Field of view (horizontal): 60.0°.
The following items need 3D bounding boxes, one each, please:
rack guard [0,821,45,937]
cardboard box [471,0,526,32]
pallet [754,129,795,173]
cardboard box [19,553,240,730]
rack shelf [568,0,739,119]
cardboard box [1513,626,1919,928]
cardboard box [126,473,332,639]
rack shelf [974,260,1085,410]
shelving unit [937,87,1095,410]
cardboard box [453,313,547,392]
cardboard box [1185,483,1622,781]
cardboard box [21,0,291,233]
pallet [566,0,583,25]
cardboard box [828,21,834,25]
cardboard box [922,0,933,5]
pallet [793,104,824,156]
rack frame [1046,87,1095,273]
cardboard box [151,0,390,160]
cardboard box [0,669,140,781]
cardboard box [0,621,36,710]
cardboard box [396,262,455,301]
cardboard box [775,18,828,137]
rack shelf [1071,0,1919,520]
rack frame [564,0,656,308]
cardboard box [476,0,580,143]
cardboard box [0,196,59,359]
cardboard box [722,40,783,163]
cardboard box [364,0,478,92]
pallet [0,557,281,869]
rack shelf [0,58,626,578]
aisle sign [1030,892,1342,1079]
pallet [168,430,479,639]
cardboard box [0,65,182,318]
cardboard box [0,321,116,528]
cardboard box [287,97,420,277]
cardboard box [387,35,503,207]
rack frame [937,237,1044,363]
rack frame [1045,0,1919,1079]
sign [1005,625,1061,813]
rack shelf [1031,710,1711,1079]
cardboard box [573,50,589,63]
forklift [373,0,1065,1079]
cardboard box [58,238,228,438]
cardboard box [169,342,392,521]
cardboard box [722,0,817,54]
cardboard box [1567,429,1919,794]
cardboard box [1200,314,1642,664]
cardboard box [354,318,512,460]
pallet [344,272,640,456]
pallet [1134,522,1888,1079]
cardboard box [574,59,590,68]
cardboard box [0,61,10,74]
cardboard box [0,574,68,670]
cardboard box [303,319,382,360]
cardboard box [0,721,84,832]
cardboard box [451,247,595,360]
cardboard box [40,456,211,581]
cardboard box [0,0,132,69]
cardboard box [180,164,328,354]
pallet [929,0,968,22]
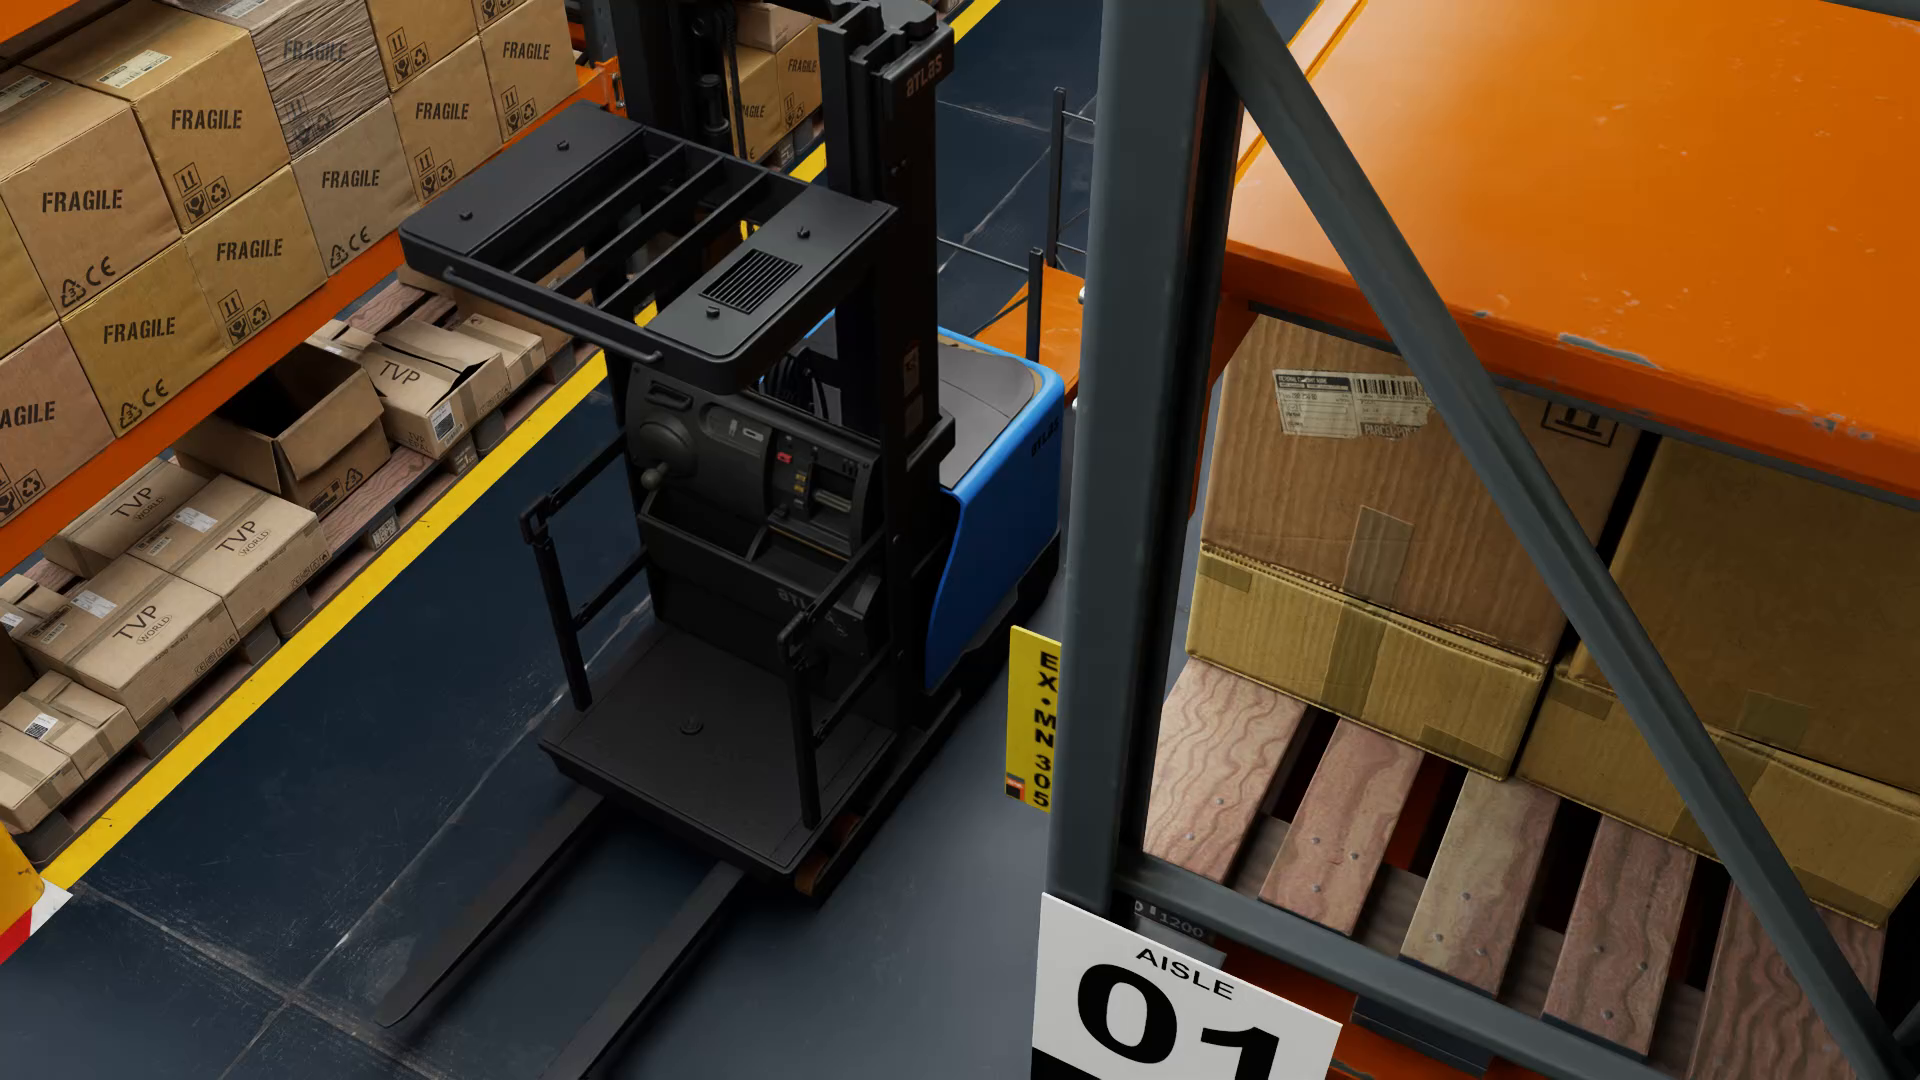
[{"bbox_3d":[-3.777,0.953,5.737,1.175,0.500,0.348,20,49,19],"label":"rack guard"},{"bbox_3d":[-1.960,-2.380,6.500,0.500,0.500,0.500,21,49,19],"label":"cardboard box"},{"bbox_3d":[-1.611,-1.943,8.801,1.003,0.211,1.213,20,49,19],"label":"pallet"},{"bbox_3d":[-3.076,0.370,6.179,0.500,0.250,0.500,20,49,19],"label":"cardboard box"},{"bbox_3d":[-1.027,-3.405,8.792,1.077,0.370,4.000,20,49,19],"label":"rack shelf"},{"bbox_3d":[1.134,0.192,2.362,0.500,0.250,0.500,23,50,21],"label":"cardboard box"},{"bbox_3d":[-2.844,0.055,6.490,0.500,0.250,0.500,20,49,19],"label":"cardboard box"},{"bbox_3d":[0.339,-0.774,6.993,0.538,0.185,1.000,23,50,21],"label":"rack shelf"},{"bbox_3d":[0.334,-0.894,6.859,0.587,1.500,1.083,23,50,21],"label":"shelving unit"},{"bbox_3d":[-2.089,-0.842,7.448,0.380,0.149,0.250,20,49,19],"label":"cardboard box"},{"bbox_3d":[0.682,0.022,2.530,0.500,0.250,0.500,22,49,20],"label":"cardboard box"},{"bbox_3d":[-2.665,-1.423,5.554,0.500,0.500,0.500,20,49,19],"label":"cardboard box"},{"bbox_3d":[-1.487,-2.798,7.821,1.003,0.211,1.213,20,49,19],"label":"pallet"},{"bbox_3d":[-0.803,-2.869,9.204,0.500,0.500,0.500,19,48,18],"label":"cardboard box"},{"bbox_3d":[-0.324,-3.527,9.855,0.500,0.500,0.500,22,49,21],"label":"cardboard box"},{"bbox_3d":[-1.046,-2.714,9.564,1.003,0.211,1.213,20,49,19],"label":"pallet"},{"bbox_3d":[0.600,-1.210,7.172,0.500,1.500,0.032,23,50,21],"label":"rack frame"},{"bbox_3d":[-2.430,-1.739,5.867,0.500,0.500,0.500,21,49,19],"label":"cardboard box"},{"bbox_3d":[-3.197,0.655,5.956,0.380,0.166,0.250,20,49,19],"label":"cardboard box"},{"bbox_3d":[-3.778,0.422,5.952,0.500,0.500,0.500,20,49,19],"label":"cardboard box"},{"bbox_3d":[-2.341,-1.414,7.900,0.500,0.311,0.500,20,49,19],"label":"cardboard box"},{"bbox_3d":[-1.038,-2.550,8.890,0.500,0.500,0.500,21,49,20],"label":"cardboard box"},{"bbox_3d":[1.506,-1.220,2.696,1.077,0.370,4.000,20,49,19],"label":"rack shelf"},{"bbox_3d":[-1.955,-2.398,7.291,1.000,3.000,0.127,20,49,19],"label":"rack frame"},{"bbox_3d":[-1.960,-2.033,6.860,0.500,0.500,0.500,21,49,20],"label":"cardboard box"},{"bbox_3d":[-3.136,-0.789,4.927,0.500,0.500,0.500,21,49,19],"label":"cardboard box"},{"bbox_3d":[-1.277,-2.238,8.581,0.500,0.500,0.500,21,49,20],"label":"cardboard box"},{"bbox_3d":[-2.196,-2.057,6.180,0.500,0.500,0.500,20,49,18],"label":"cardboard box"},{"bbox_3d":[-3.407,0.552,6.336,1.003,0.211,1.213,20,49,19],"label":"pallet"},{"bbox_3d":[-2.883,-0.885,6.301,1.077,0.370,4.000,20,49,19],"label":"rack shelf"},{"bbox_3d":[0.278,0.788,2.315,0.394,0.787,0.004,20,49,19],"label":"aisle sign"},{"bbox_3d":[-2.840,-0.214,7.093,1.003,0.211,1.213,20,49,19],"label":"pallet"},{"bbox_3d":[-2.900,-1.103,5.237,0.500,0.500,0.500,21,49,20],"label":"cardboard box"},{"bbox_3d":[-3.137,-0.432,5.278,0.500,0.500,0.500,20,49,19],"label":"cardboard box"},{"bbox_3d":[-2.434,-1.384,6.218,0.500,0.500,0.500,22,49,20],"label":"cardboard box"},{"bbox_3d":[-2.198,-1.708,6.539,0.500,0.500,0.500,22,49,20],"label":"cardboard box"},{"bbox_3d":[0.078,-0.590,6.558,0.500,1.500,0.032,23,50,21],"label":"rack frame"},{"bbox_3d":[0.578,-0.354,1.053,1.000,3.000,0.127,20,49,19],"label":"rack frame"},{"bbox_3d":[0.103,0.229,2.018,0.100,0.325,0.005,20,49,19],"label":"sign"},{"bbox_3d":[1.506,-0.306,3.620,1.077,0.370,4.000,20,49,19],"label":"rack shelf"},{"bbox_3d":[-1.743,-2.388,8.729,0.500,0.500,0.500,21,49,19],"label":"cardboard box"},{"bbox_3d":[-0.784,-0.168,5.135,1.130,2.935,3.031,23,50,21],"label":"forklift"},{"bbox_3d":[-2.902,-0.748,5.590,0.500,0.500,0.500,20,49,19],"label":"cardboard box"},{"bbox_3d":[-2.823,-0.490,6.851,0.797,0.503,0.637,20,49,19],"label":"cardboard box"},{"bbox_3d":[-1.050,-2.792,8.601,0.500,0.250,0.500,21,49,19],"label":"cardboard box"},{"bbox_3d":[1.130,-0.073,2.097,0.500,0.500,0.500,19,48,18],"label":"cardboard box"},{"bbox_3d":[0.676,-0.244,2.266,0.500,0.500,0.500,20,49,19],"label":"cardboard box"},{"bbox_3d":[-2.316,-0.682,7.176,0.500,0.311,0.500,20,49,19],"label":"cardboard box"},{"bbox_3d":[-2.275,-0.985,7.855,1.003,0.211,1.213,20,49,19],"label":"pallet"},{"bbox_3d":[0.913,0.261,2.616,1.003,0.211,1.213,20,49,19],"label":"pallet"},{"bbox_3d":[-1.980,-2.079,8.424,0.500,0.500,0.500,20,49,19],"label":"cardboard box"},{"bbox_3d":[-3.378,-1.283,5.415,0.500,0.500,0.500,22,49,20],"label":"cardboard box"},{"bbox_3d":[-3.510,0.314,6.293,0.380,0.166,0.250,20,49,19],"label":"cardboard box"},{"bbox_3d":[-2.734,-0.815,7.409,0.380,0.166,0.250,20,49,19],"label":"cardboard box"},{"bbox_3d":[-3.313,0.819,5.806,0.380,0.149,0.250,20,49,19],"label":"cardboard box"},{"bbox_3d":[-1.968,-1.221,7.576,0.500,0.500,0.500,20,49,19],"label":"cardboard box"},{"bbox_3d":[-3.310,-0.079,6.622,0.500,0.250,0.500,20,49,19],"label":"cardboard box"},{"bbox_3d":[-3.140,-1.606,5.735,0.500,0.500,0.500,22,49,20],"label":"cardboard box"},{"bbox_3d":[-2.668,-1.062,5.900,0.500,0.500,0.500,21,49,20],"label":"cardboard box"},{"bbox_3d":[-0.478,-3.480,10.321,1.003,0.211,1.213,20,49,19],"label":"pallet"}]
